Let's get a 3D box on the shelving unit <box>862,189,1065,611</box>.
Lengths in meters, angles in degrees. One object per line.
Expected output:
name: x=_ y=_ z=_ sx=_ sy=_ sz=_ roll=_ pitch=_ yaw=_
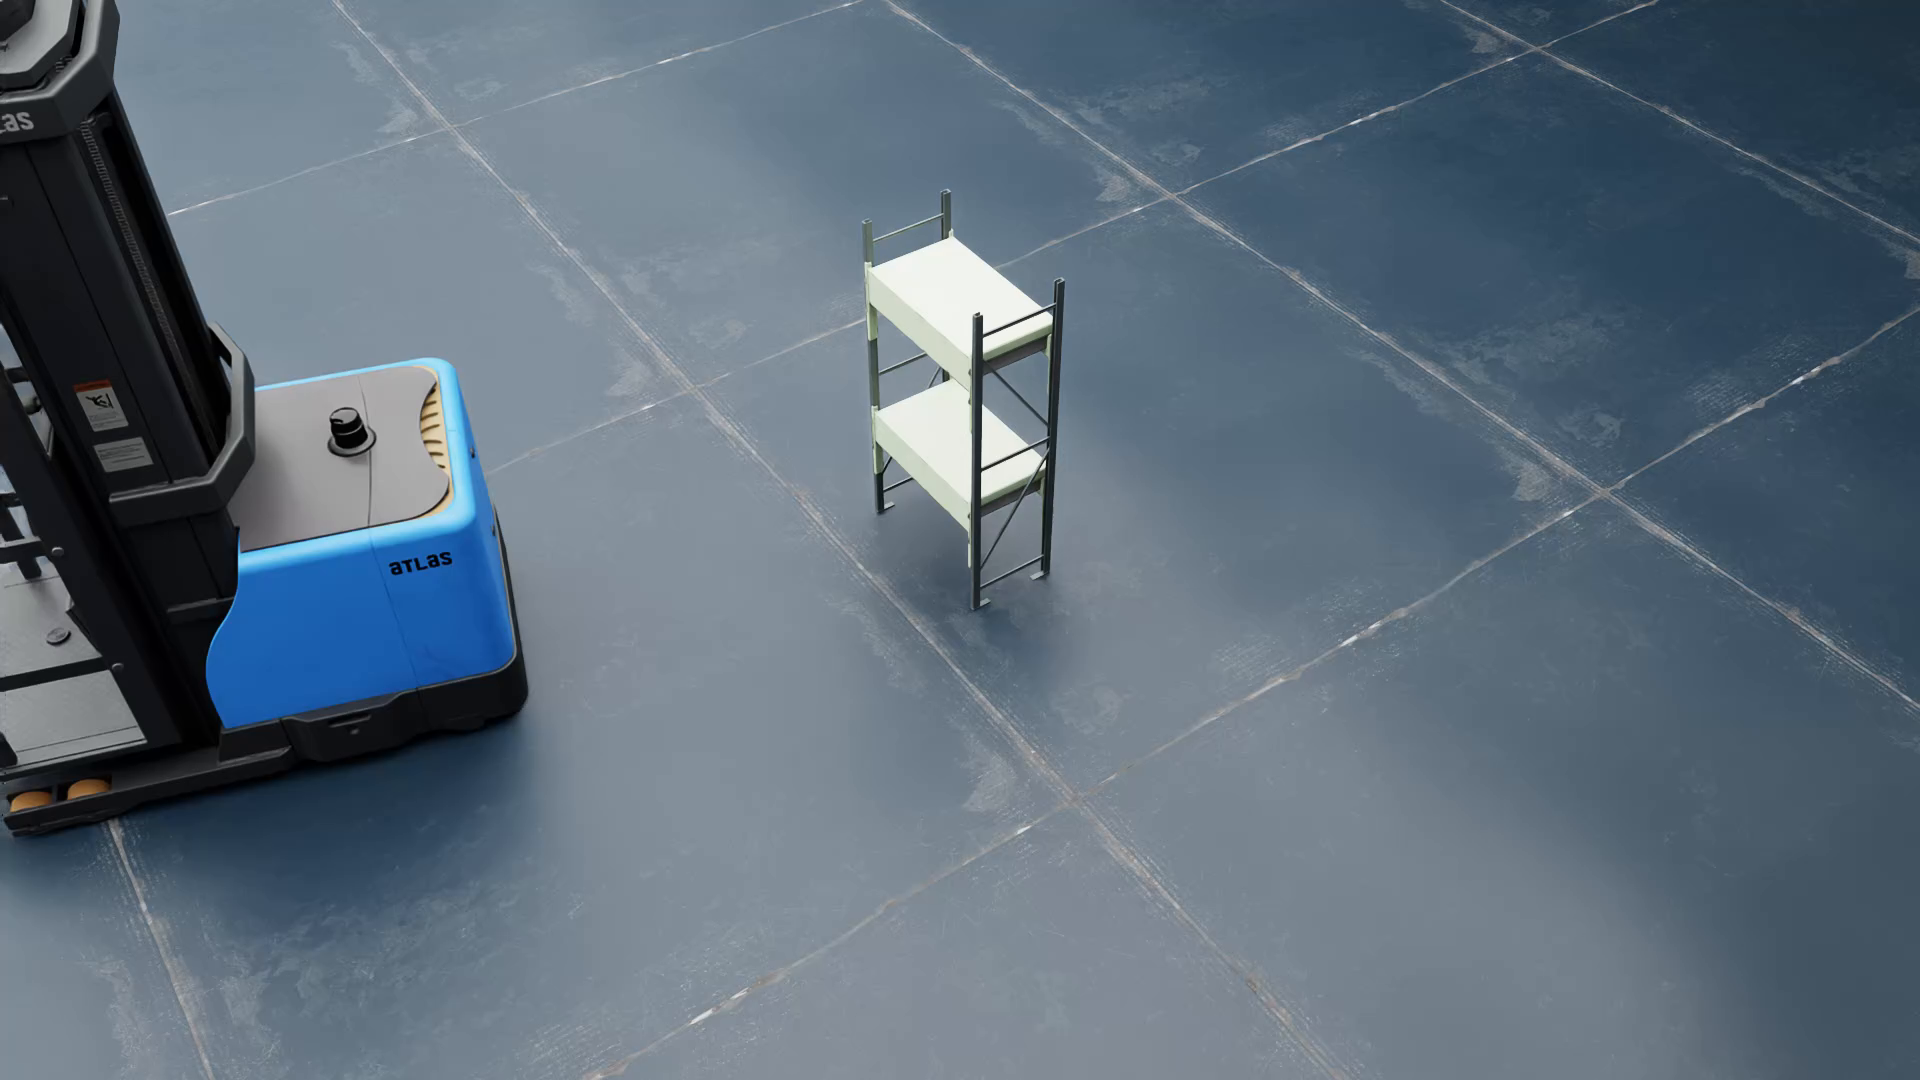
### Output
shelving unit: x=0.004 y=-0.539 z=6.719 sx=0.431 sy=1.500 sz=0.755 roll=-26 pitch=49 yaw=-24

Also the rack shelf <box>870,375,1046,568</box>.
rack shelf: x=0.004 y=-0.303 z=6.944 sx=0.431 sy=0.370 sz=0.720 roll=-26 pitch=49 yaw=-24

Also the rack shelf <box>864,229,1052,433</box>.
rack shelf: x=0.004 y=-0.821 z=6.450 sx=0.431 sy=0.370 sz=0.720 roll=-26 pitch=49 yaw=-24

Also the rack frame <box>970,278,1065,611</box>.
rack frame: x=0.213 y=-0.331 z=6.502 sx=0.400 sy=1.500 sz=0.023 roll=-26 pitch=49 yaw=-24

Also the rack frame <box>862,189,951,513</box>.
rack frame: x=-0.206 y=-0.746 z=6.936 sx=0.400 sy=1.500 sz=0.023 roll=-26 pitch=49 yaw=-24

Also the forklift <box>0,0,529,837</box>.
forklift: x=-3.264 y=-0.390 z=5.526 sx=3.031 sy=2.935 sz=1.130 roll=-12 pitch=45 yaw=-12
